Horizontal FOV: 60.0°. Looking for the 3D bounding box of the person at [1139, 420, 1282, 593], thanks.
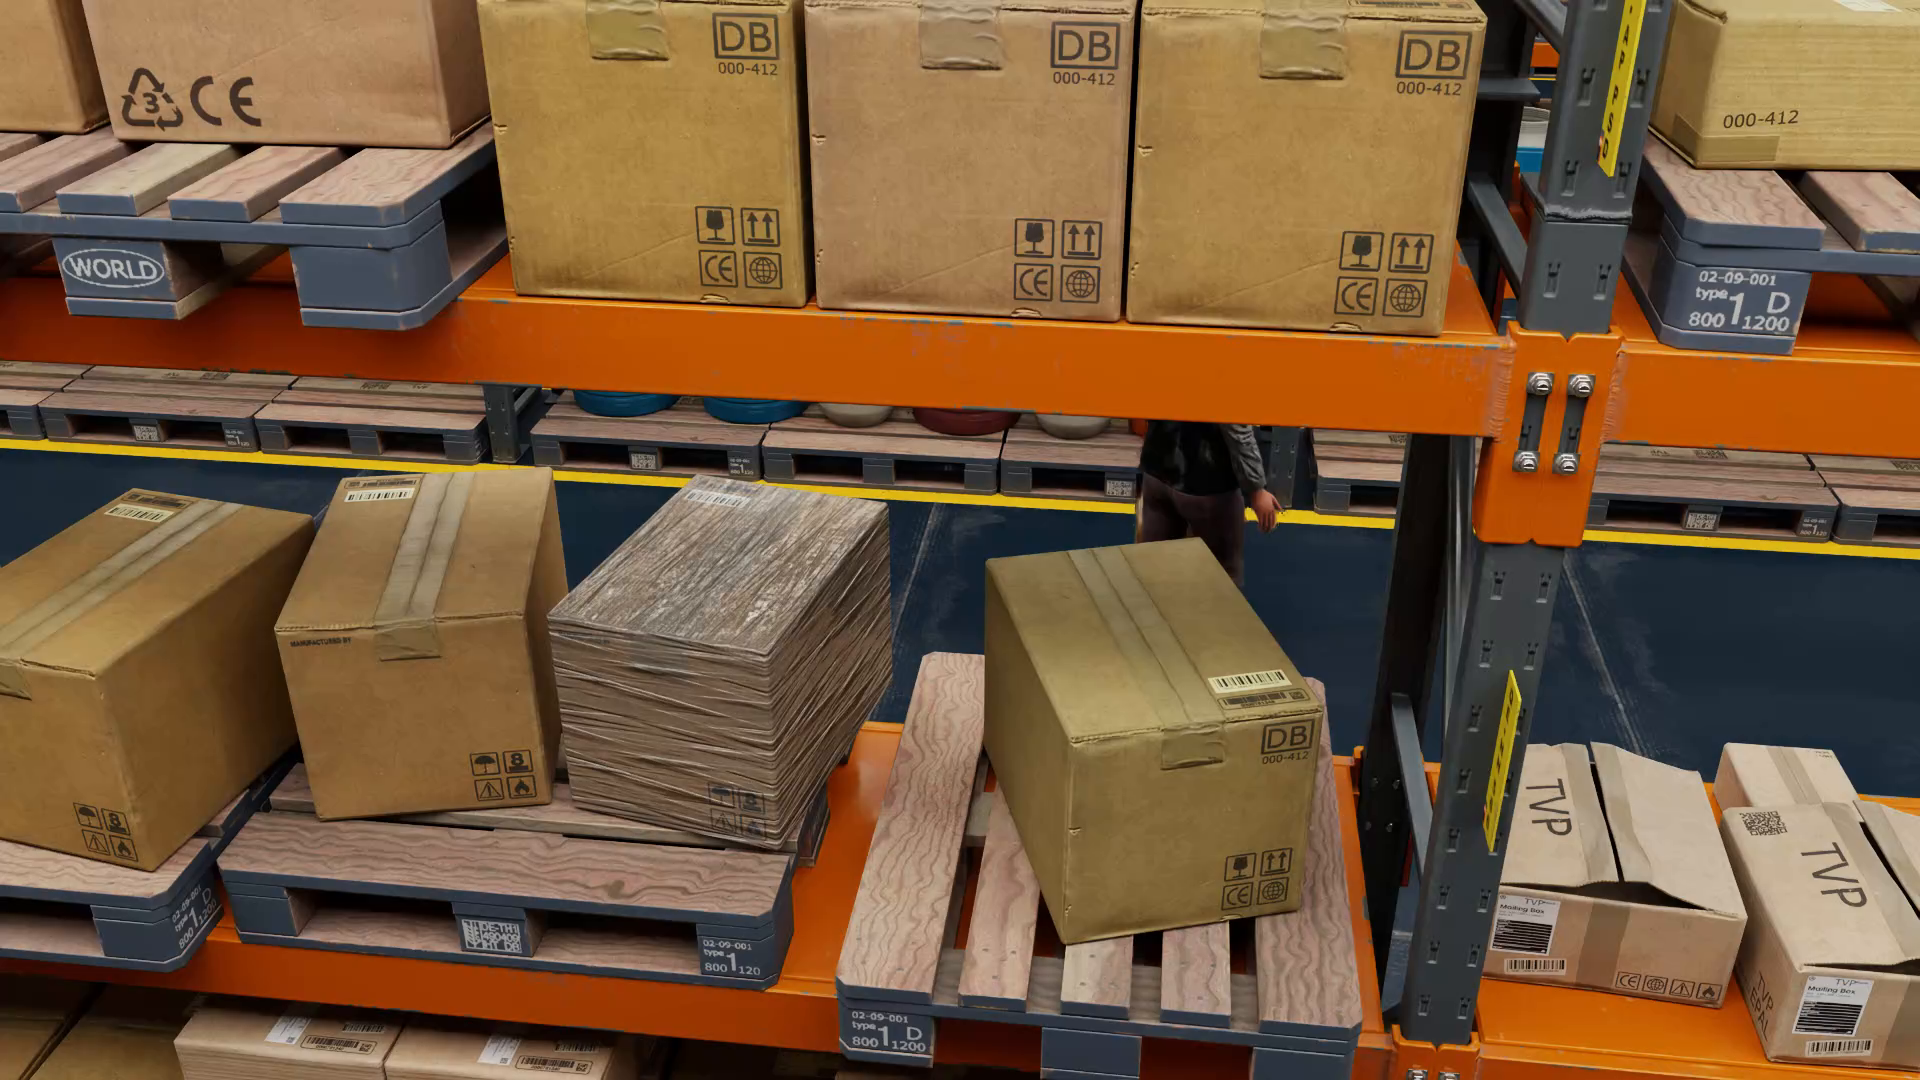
[{"bbox_3d":[0.987,-0.234,6.575,0.624,1.721,0.649,-19,34,-32],"label":"person"}]
